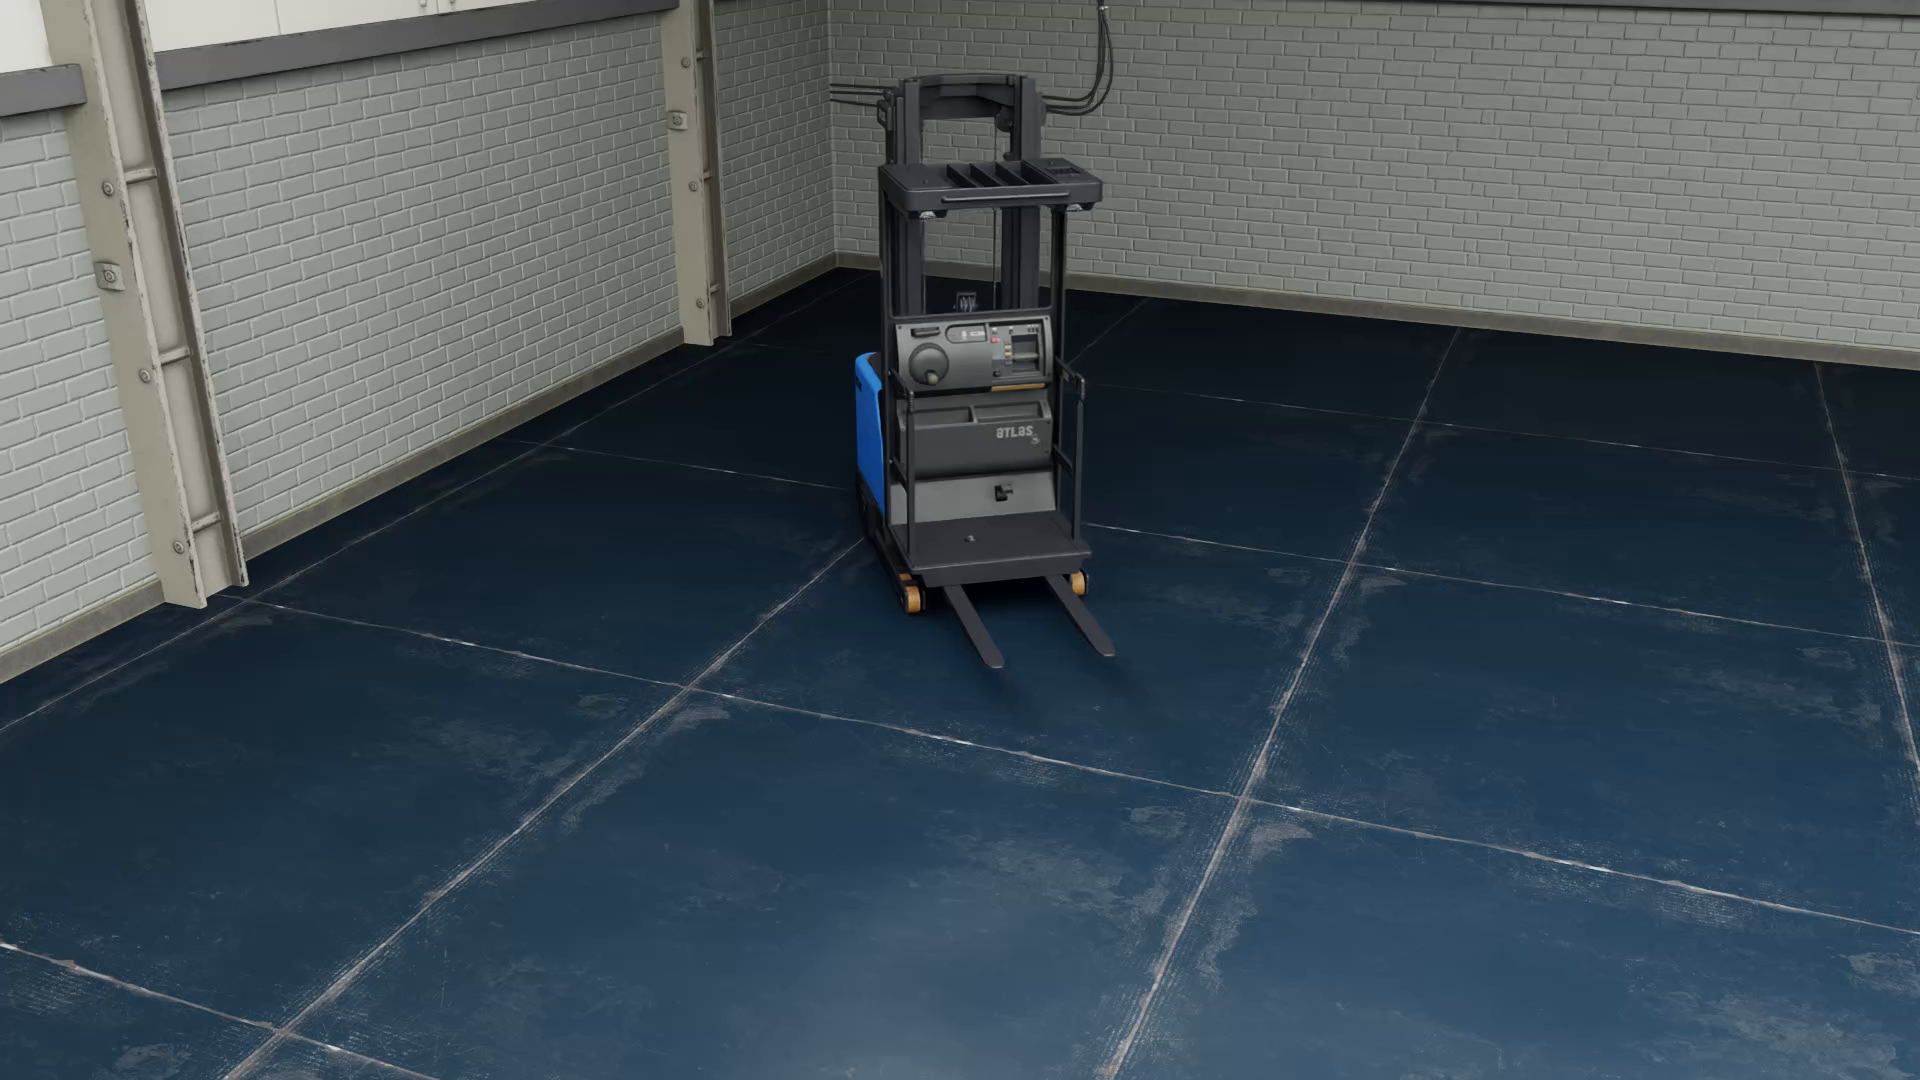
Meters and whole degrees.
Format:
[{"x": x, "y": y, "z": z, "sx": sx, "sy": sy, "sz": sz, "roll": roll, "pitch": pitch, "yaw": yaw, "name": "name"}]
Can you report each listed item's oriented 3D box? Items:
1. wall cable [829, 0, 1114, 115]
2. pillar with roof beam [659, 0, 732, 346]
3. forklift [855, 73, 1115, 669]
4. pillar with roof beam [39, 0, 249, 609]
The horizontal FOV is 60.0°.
[{"x": 0.016, "y": -5.419, "z": 16.076, "sx": 3.097, "sy": 2.526, "sz": 0.112, "roll": 9, "pitch": 24, "yaw": 20, "name": "wall cable"}, {"x": 1.691, "y": -5.370, "z": 11.932, "sx": 9.100, "sy": 9.000, "sz": 0.400, "roll": 9, "pitch": 24, "yaw": 20, "name": "pillar with roof beam"}, {"x": 0.138, "y": -1.082, "z": 9.538, "sx": 1.130, "sy": 2.935, "sz": 3.031, "roll": -5, "pitch": 23, "yaw": -12, "name": "forklift"}, {"x": -0.538, "y": -3.223, "z": 6.791, "sx": 9.100, "sy": 9.000, "sz": 0.400, "roll": 9, "pitch": 24, "yaw": 20, "name": "pillar with roof beam"}]
